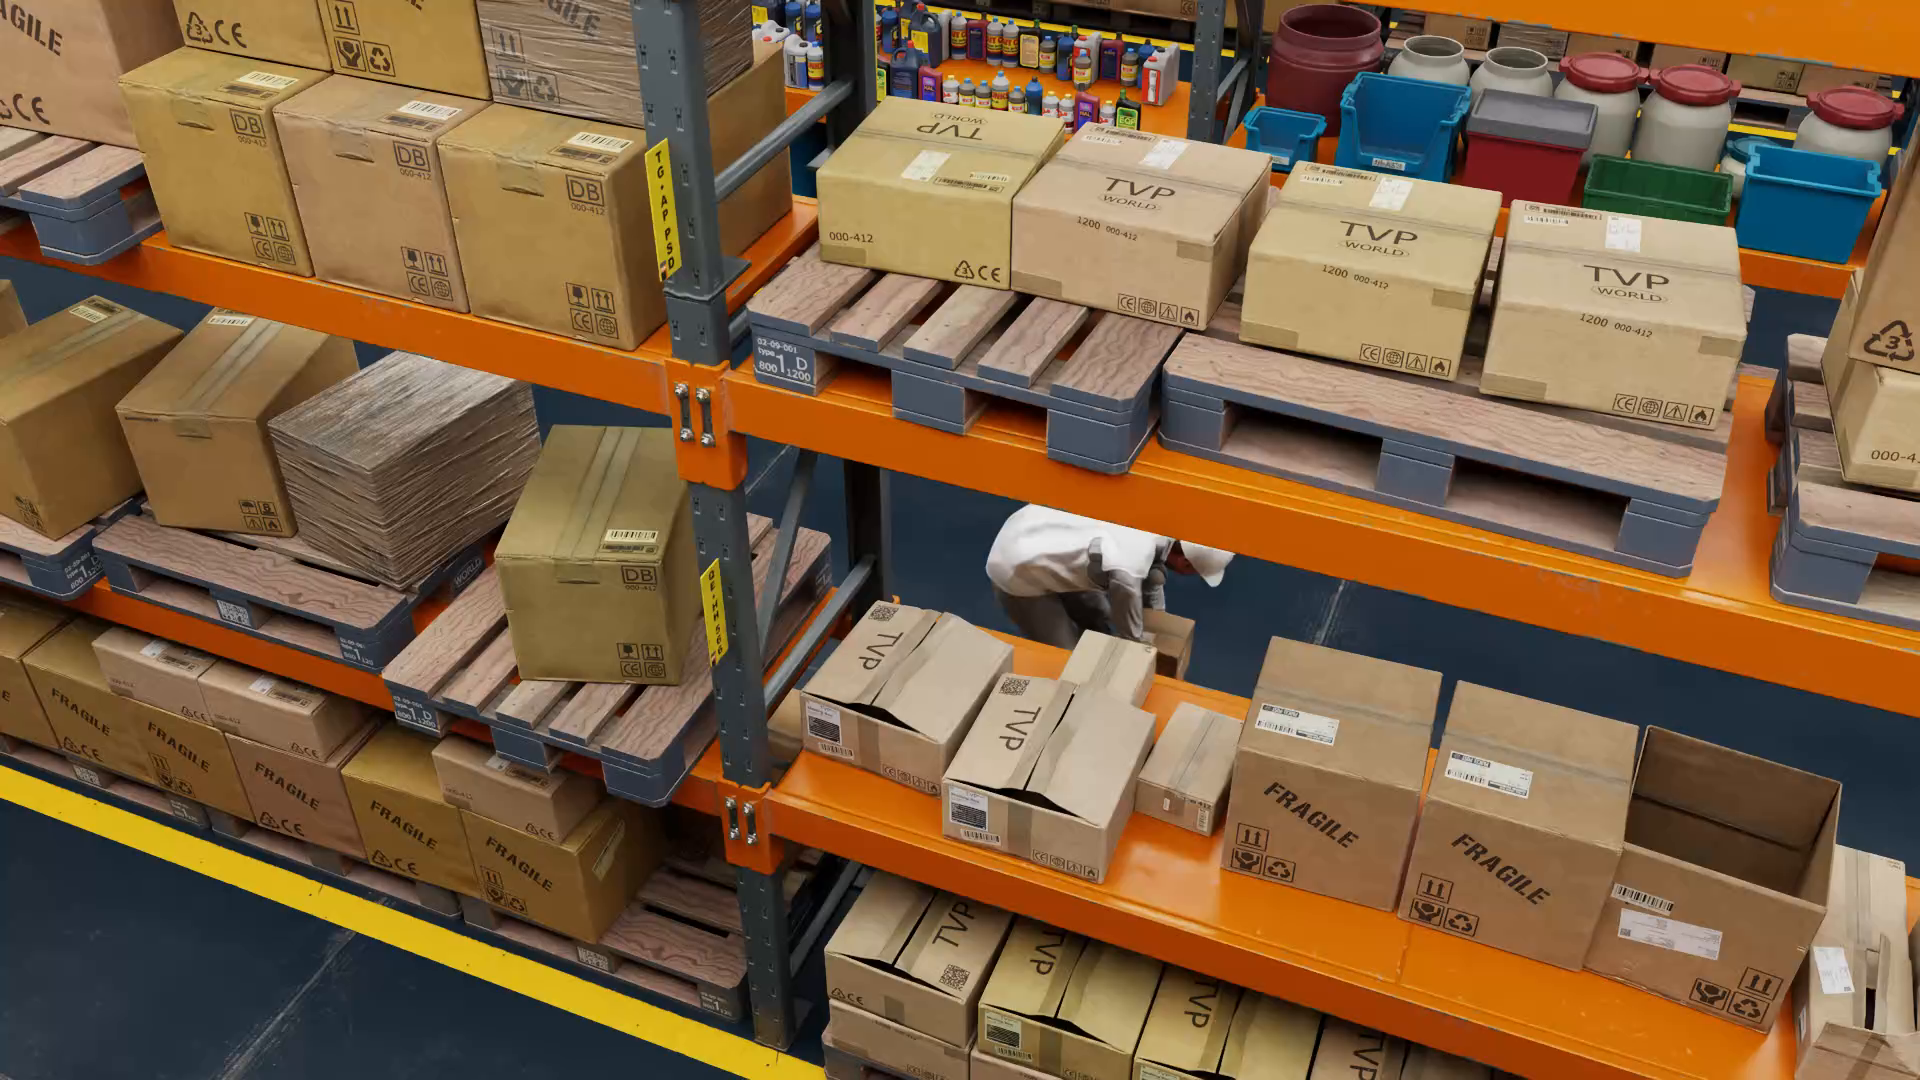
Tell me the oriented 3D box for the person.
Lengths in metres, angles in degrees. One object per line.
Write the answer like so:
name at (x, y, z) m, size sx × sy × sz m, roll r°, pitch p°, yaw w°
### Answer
person at (0.597, 0.290, 6.799) m, size 0.949 × 1.313 × 0.476 m, roll 13°, pitch 39°, yaw 17°
